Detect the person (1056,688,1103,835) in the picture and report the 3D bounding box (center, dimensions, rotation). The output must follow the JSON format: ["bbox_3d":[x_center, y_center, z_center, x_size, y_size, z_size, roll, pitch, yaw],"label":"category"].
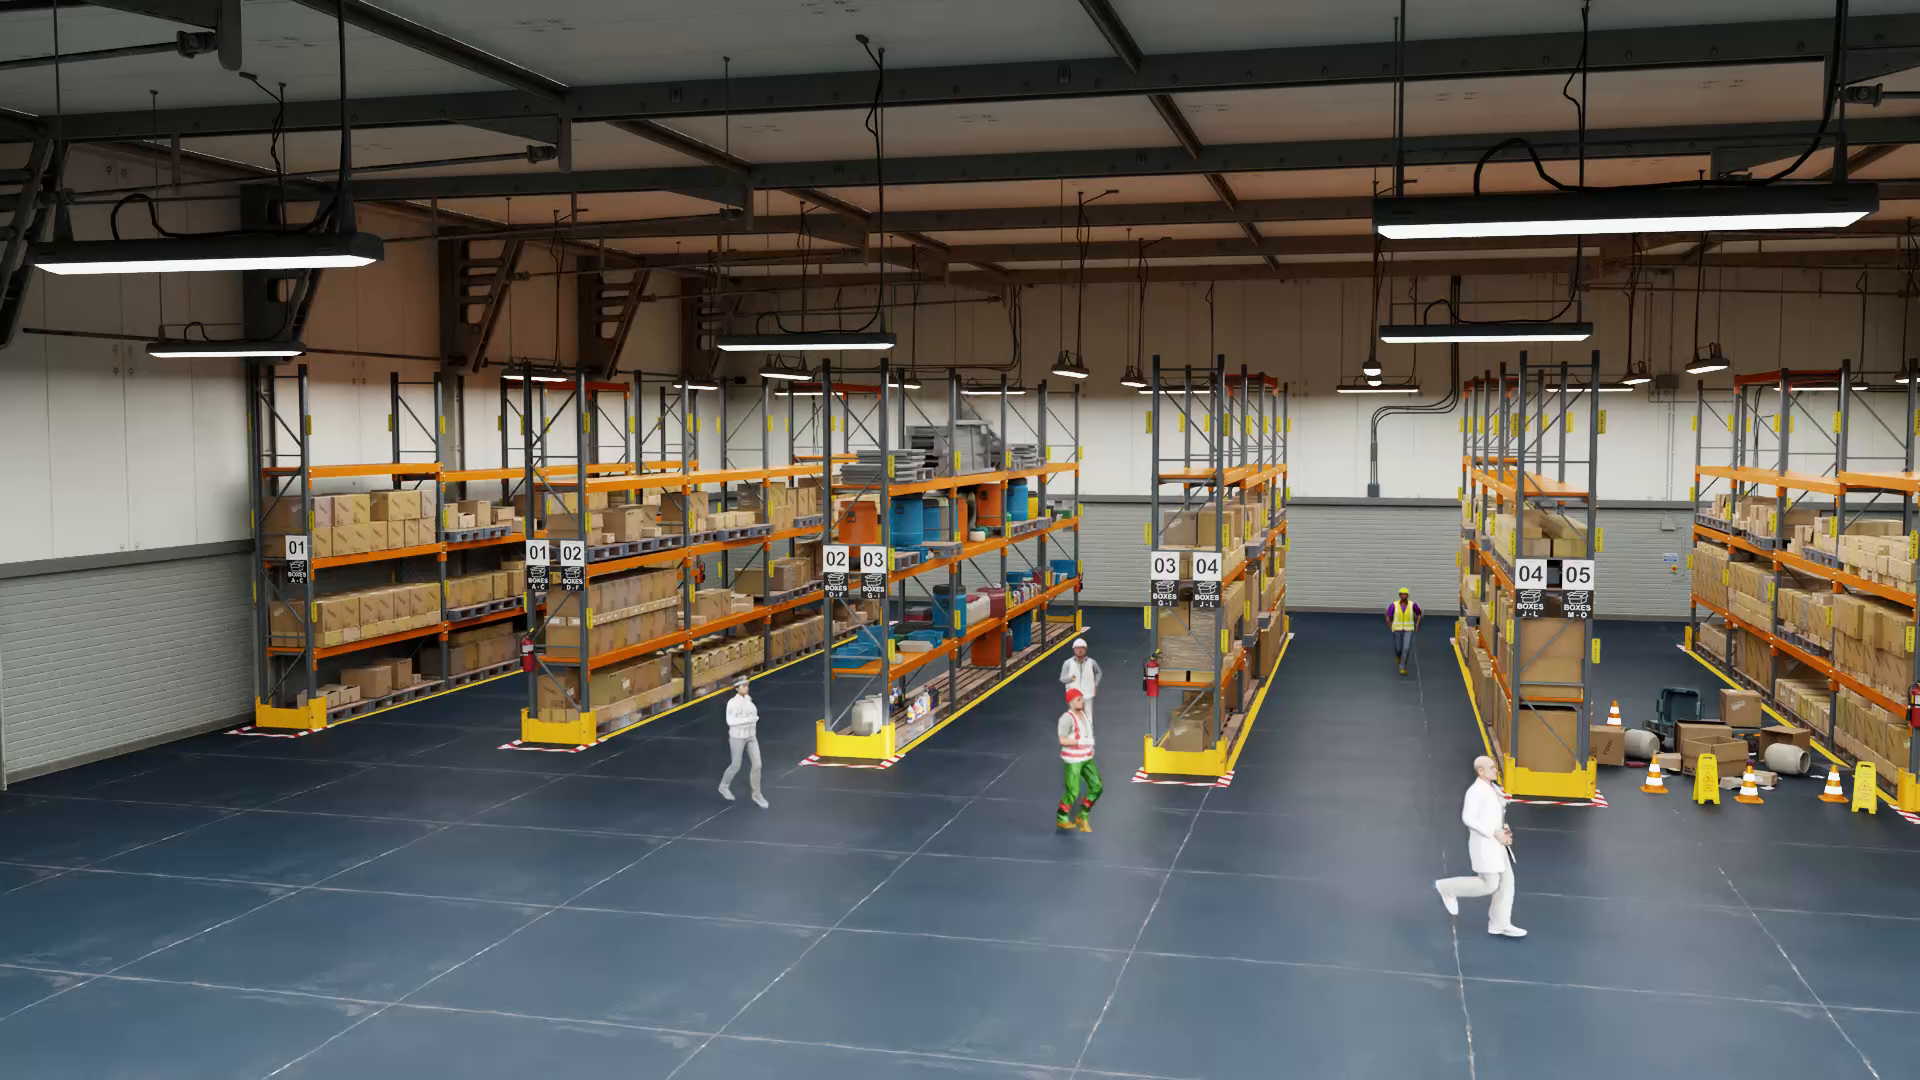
[{"bbox_3d":[1.467,2.714,20.315,0.635,1.809,0.681,-4,5,-44],"label":"person"}]

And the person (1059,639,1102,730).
[{"bbox_3d":[1.812,2.398,25.010,0.638,1.828,0.719,0,4,5],"label":"person"}]

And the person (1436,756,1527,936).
[{"bbox_3d":[5.174,3.034,16.416,0.888,1.681,0.710,3,5,37],"label":"person"}]

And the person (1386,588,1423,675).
[{"bbox_3d":[8.986,1.827,33.644,0.712,1.727,0.815,1,4,15],"label":"person"}]

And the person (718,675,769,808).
[{"bbox_3d":[-2.866,2.629,21.900,0.785,1.730,0.600,3,5,37],"label":"person"}]
